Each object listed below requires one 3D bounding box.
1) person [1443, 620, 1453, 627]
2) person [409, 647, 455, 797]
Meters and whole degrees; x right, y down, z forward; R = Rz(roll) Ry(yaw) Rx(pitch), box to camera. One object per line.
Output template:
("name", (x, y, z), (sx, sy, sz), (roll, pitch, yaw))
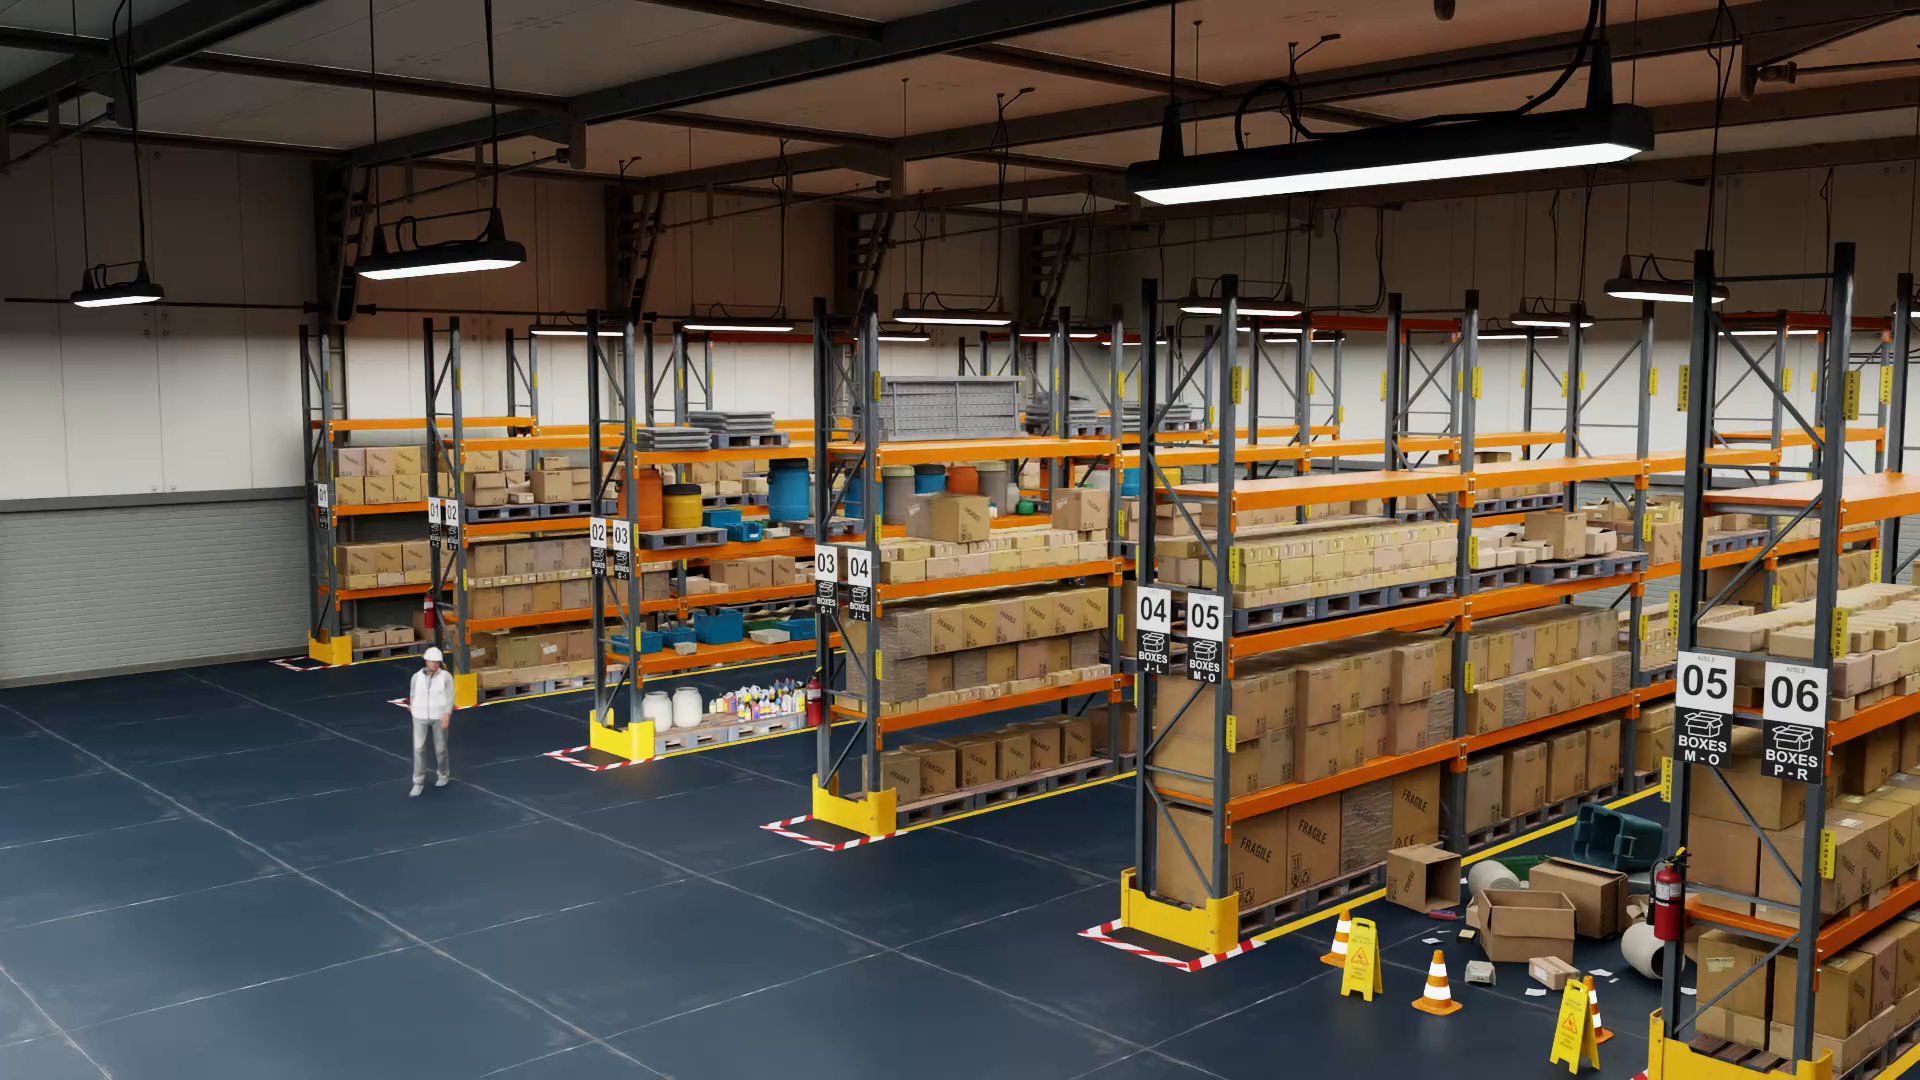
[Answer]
("person", (7.119, 1.933, 23.983), (0.857, 1.602, 0.485), (-6, 8, -45))
("person", (-6.545, 2.233, 20.561), (0.565, 1.778, 0.778), (-1, 6, -8))
